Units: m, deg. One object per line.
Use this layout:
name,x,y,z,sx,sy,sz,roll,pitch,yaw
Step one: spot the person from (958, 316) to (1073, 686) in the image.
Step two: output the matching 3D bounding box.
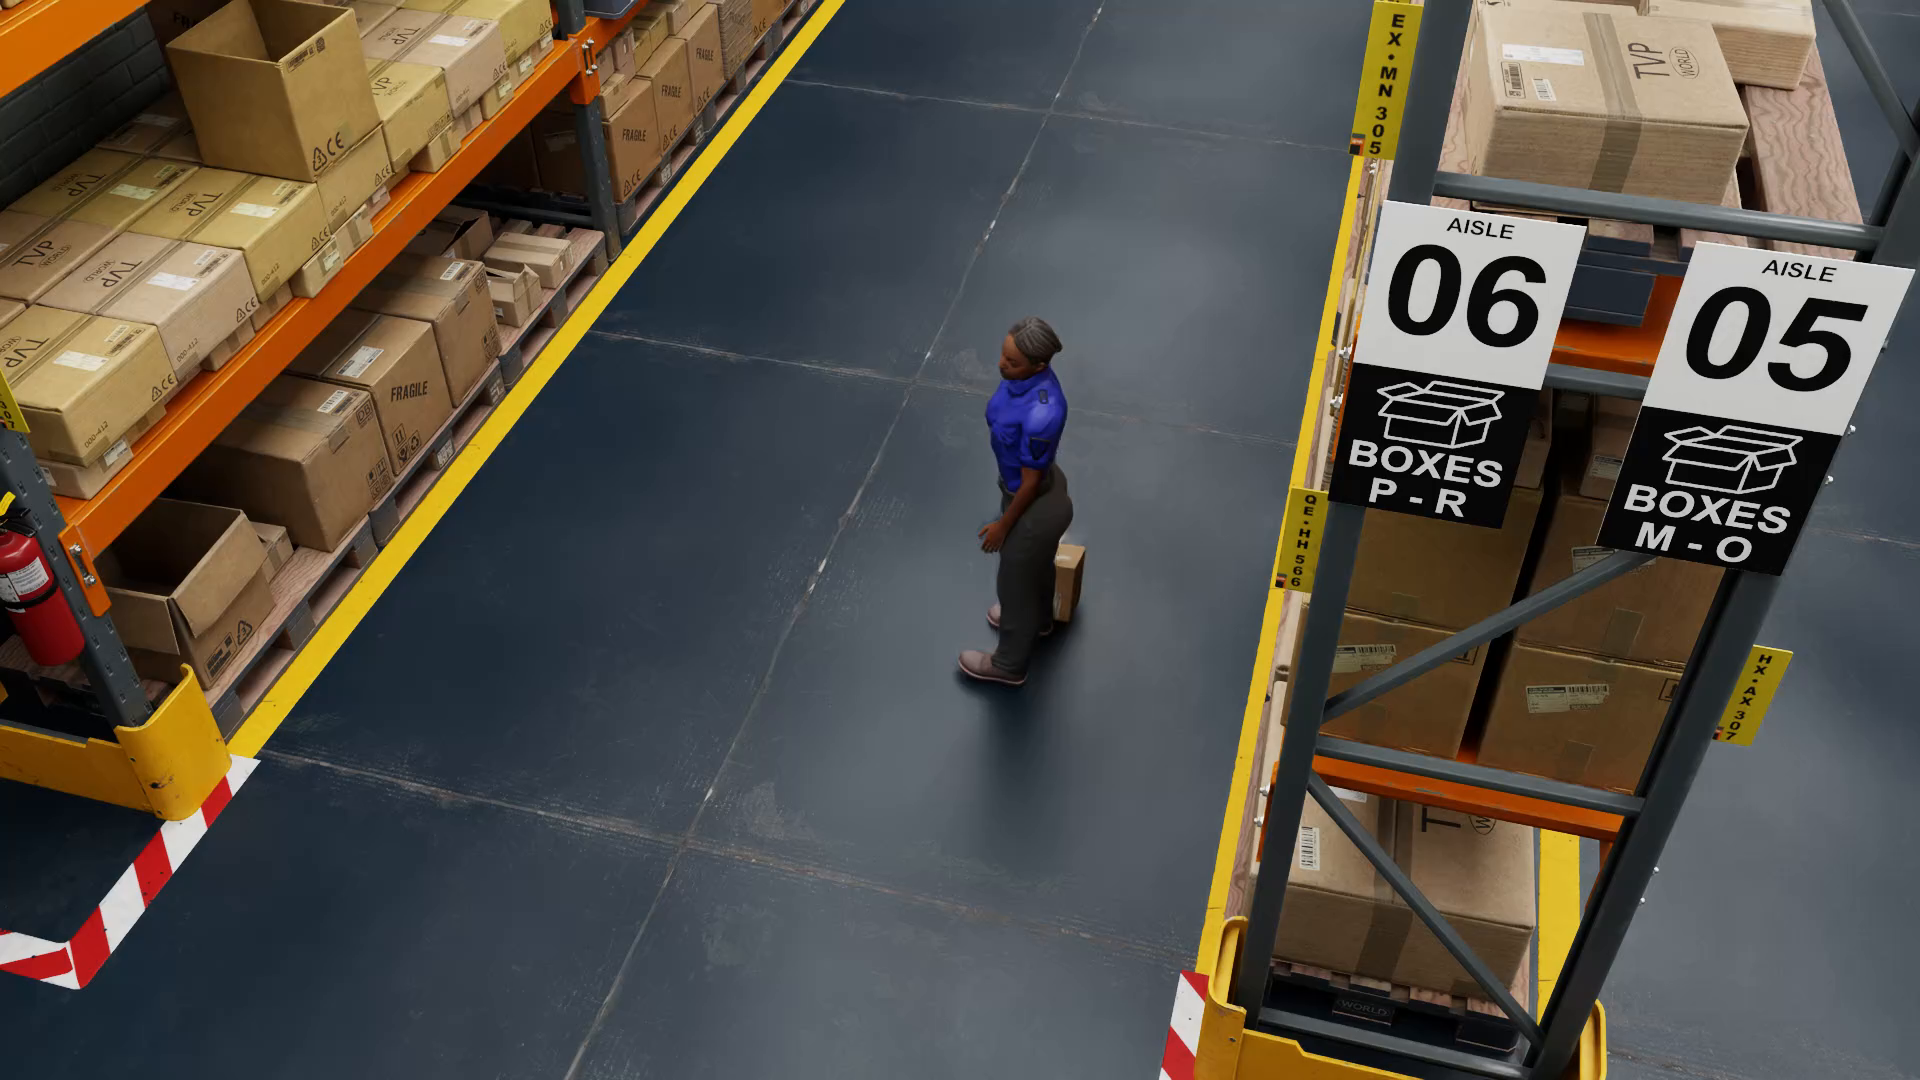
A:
person,0.200,-0.160,6.308,0.430,1.667,0.502,-2,41,-3
